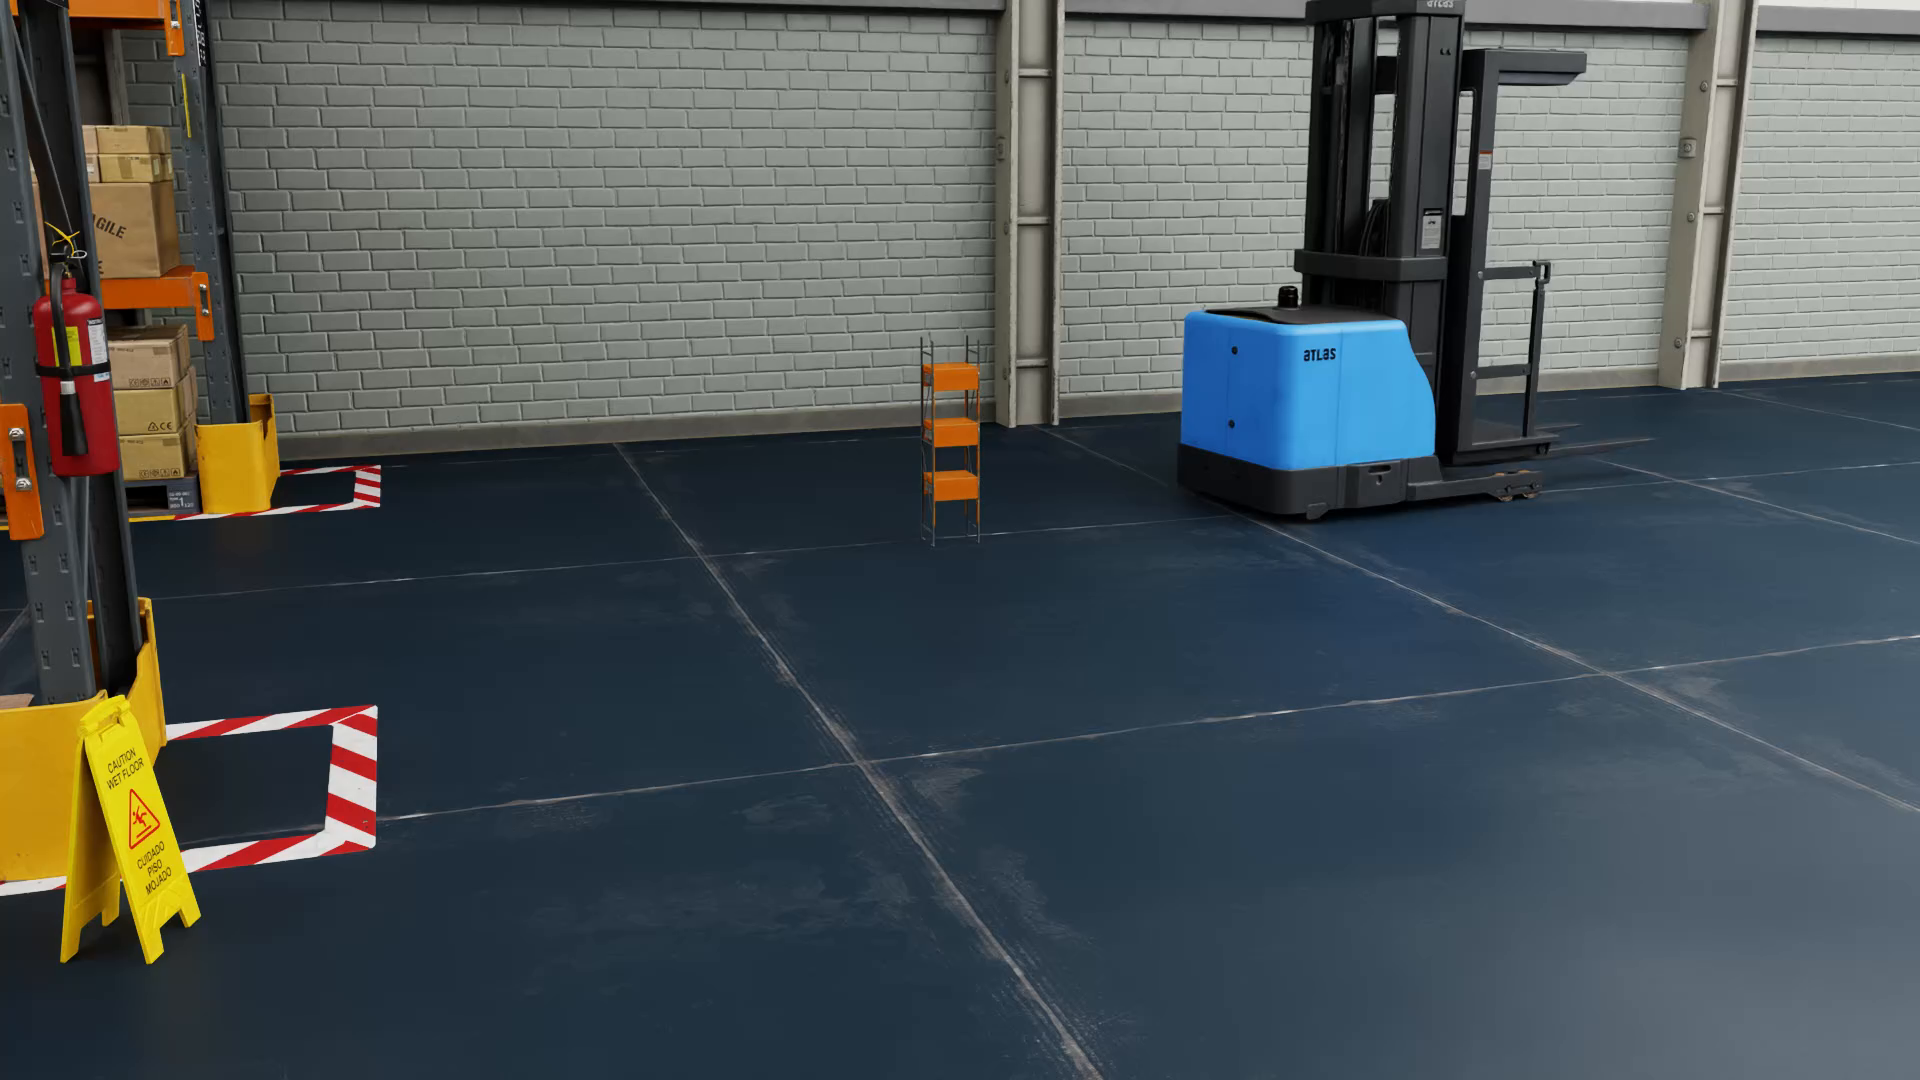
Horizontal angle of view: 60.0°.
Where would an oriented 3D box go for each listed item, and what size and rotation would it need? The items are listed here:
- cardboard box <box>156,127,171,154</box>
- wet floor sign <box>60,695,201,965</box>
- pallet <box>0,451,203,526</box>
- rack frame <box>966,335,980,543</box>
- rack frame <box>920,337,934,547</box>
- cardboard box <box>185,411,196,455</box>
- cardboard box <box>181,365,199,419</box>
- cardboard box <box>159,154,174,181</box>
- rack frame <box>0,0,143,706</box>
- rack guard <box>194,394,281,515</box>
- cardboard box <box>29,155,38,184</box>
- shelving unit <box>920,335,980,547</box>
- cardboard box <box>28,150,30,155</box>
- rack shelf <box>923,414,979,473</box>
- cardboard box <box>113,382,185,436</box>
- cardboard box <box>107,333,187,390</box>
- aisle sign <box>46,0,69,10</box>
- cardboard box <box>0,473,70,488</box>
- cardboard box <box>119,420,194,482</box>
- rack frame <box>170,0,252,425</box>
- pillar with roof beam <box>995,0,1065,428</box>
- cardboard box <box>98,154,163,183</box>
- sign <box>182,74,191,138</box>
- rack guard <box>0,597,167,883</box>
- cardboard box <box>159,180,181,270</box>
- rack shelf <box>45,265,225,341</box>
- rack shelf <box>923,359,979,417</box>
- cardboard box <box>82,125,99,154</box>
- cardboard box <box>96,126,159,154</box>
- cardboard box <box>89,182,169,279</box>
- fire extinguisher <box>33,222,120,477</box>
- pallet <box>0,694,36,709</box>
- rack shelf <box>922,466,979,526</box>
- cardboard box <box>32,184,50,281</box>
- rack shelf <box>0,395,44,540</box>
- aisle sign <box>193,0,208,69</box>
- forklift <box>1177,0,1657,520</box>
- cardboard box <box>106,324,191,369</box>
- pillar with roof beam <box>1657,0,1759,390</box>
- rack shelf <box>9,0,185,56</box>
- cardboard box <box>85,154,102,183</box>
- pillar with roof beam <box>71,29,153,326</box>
[{"bbox_3d":[-4.634,-2.266,9.427,0.250,0.149,0.380,-5,14,-19],"label":"cardboard box"},{"bbox_3d":[-2.139,0.719,4.225,0.232,0.644,0.267,0,13,1],"label":"wet floor sign"},{"bbox_3d":[-4.959,-0.313,9.502,1.213,0.211,1.003,-4,14,-18],"label":"pallet"},{"bbox_3d":[0.065,-0.516,8.543,0.008,1.050,0.200,-4,14,-18],"label":"rack frame"},{"bbox_3d":[-0.166,-0.498,8.467,0.008,1.050,0.200,-4,14,-18],"label":"rack frame"},{"bbox_3d":[-4.775,-0.608,9.753,0.500,0.250,0.500,-4,14,-18],"label":"cardboard box"},{"bbox_3d":[-4.759,-0.856,9.713,0.500,0.250,0.500,-4,14,-17],"label":"cardboard box"},{"bbox_3d":[-4.652,-2.131,9.503,0.250,0.149,0.380,-5,14,-20],"label":"cardboard box"},{"bbox_3d":[-2.661,-0.647,4.880,0.127,3.000,1.000,-4,14,-18],"label":"rack frame"},{"bbox_3d":[-4.225,-0.521,9.752,0.348,0.500,1.175,-4,14,-18],"label":"rack guard"},{"bbox_3d":[-4.985,-1.981,8.872,0.250,0.149,0.380,-4,14,-17],"label":"cardboard box"},{"bbox_3d":[-0.051,-0.507,8.505,0.252,1.050,0.215,-4,14,-18],"label":"shelving unit"},{"bbox_3d":[-4.983,-2.121,8.817,0.250,0.149,0.380,-4,14,-17],"label":"cardboard box"},{"bbox_3d":[-0.051,-0.497,8.507,0.240,0.259,0.215,-4,14,-18],"label":"rack shelf"},{"bbox_3d":[-4.609,-0.740,9.228,0.500,0.250,0.500,-5,14,-19],"label":"cardboard box"},{"bbox_3d":[-4.584,-0.986,9.179,0.500,0.250,0.500,-4,14,-16],"label":"cardboard box"},{"bbox_3d":[-2.701,-1.984,4.884,0.004,0.787,0.394,-4,14,-18],"label":"aisle sign"},{"bbox_3d":[-5.066,-0.463,9.142,0.500,0.250,0.500,-4,14,-18],"label":"cardboard box"},{"bbox_3d":[-4.592,-0.498,9.288,0.500,0.250,0.500,-4,14,-18],"label":"cardboard box"},{"bbox_3d":[-4.247,-1.735,9.455,0.127,3.000,1.000,-4,14,-18],"label":"rack frame"},{"bbox_3d":[1.865,-4.299,7.268,0.400,9.000,9.100,-4,14,-18],"label":"pillar with roof beam"},{"bbox_3d":[-4.487,-2.012,9.003,0.250,0.149,0.380,-4,14,-17],"label":"cardboard box"},{"bbox_3d":[-4.088,-2.294,8.789,0.005,0.325,0.100,-4,14,-18],"label":"sign"},{"bbox_3d":[-2.733,0.575,5.145,0.348,0.500,1.175,-4,14,-18],"label":"rack guard"},{"bbox_3d":[-4.806,-1.808,9.546,0.500,0.500,0.500,-4,14,-16],"label":"cardboard box"},{"bbox_3d":[-6.143,-1.238,8.918,4.000,0.370,1.077,-4,14,-18],"label":"rack shelf"},{"bbox_3d":[-0.051,-0.773,8.441,0.240,0.259,0.215,-4,14,-18],"label":"rack shelf"},{"bbox_3d":[-4.744,-2.146,8.924,0.250,0.149,0.380,-4,14,-18],"label":"cardboard box"},{"bbox_3d":[-4.520,-2.171,9.029,0.250,0.149,0.380,-4,14,-18],"label":"cardboard box"},{"bbox_3d":[-4.630,-1.690,9.049,0.500,0.500,0.500,-5,14,-19],"label":"cardboard box"},{"bbox_3d":[-2.405,-0.517,4.499,0.183,0.674,0.296,-4,14,-18],"label":"fire extinguisher"},{"bbox_3d":[-3.514,0.768,4.959,1.213,0.211,1.003,-4,14,-18],"label":"pallet"},{"bbox_3d":[-0.051,-0.226,8.571,0.240,0.259,0.215,-4,14,-18],"label":"rack shelf"},{"bbox_3d":[-5.125,-1.654,8.897,0.500,0.500,0.500,-4,14,-16],"label":"cardboard box"},{"bbox_3d":[-4.556,-0.149,4.342,4.000,0.370,1.077,-4,14,-18],"label":"rack shelf"},{"bbox_3d":[-4.091,-2.940,8.904,0.004,0.787,0.394,-4,14,-18],"label":"aisle sign"},{"bbox_3d":[2.821,-1.749,9.660,3.031,2.935,1.130,-7,15,-26],"label":"forklift"},{"bbox_3d":[-4.763,-1.094,9.635,0.500,0.250,0.500,-5,14,-19],"label":"cardboard box"},{"bbox_3d":[7.552,-4.741,9.130,0.400,9.000,9.100,-4,14,-18],"label":"pillar with roof beam"},{"bbox_3d":[-6.143,-2.697,8.571,4.000,0.370,1.077,-4,14,-18],"label":"rack shelf"},{"bbox_3d":[-4.719,-1.987,8.896,0.250,0.149,0.380,-4,14,-17],"label":"cardboard box"},{"bbox_3d":[-3.822,-3.856,5.407,0.400,9.000,9.100,-4,14,-18],"label":"pillar with roof beam"}]
